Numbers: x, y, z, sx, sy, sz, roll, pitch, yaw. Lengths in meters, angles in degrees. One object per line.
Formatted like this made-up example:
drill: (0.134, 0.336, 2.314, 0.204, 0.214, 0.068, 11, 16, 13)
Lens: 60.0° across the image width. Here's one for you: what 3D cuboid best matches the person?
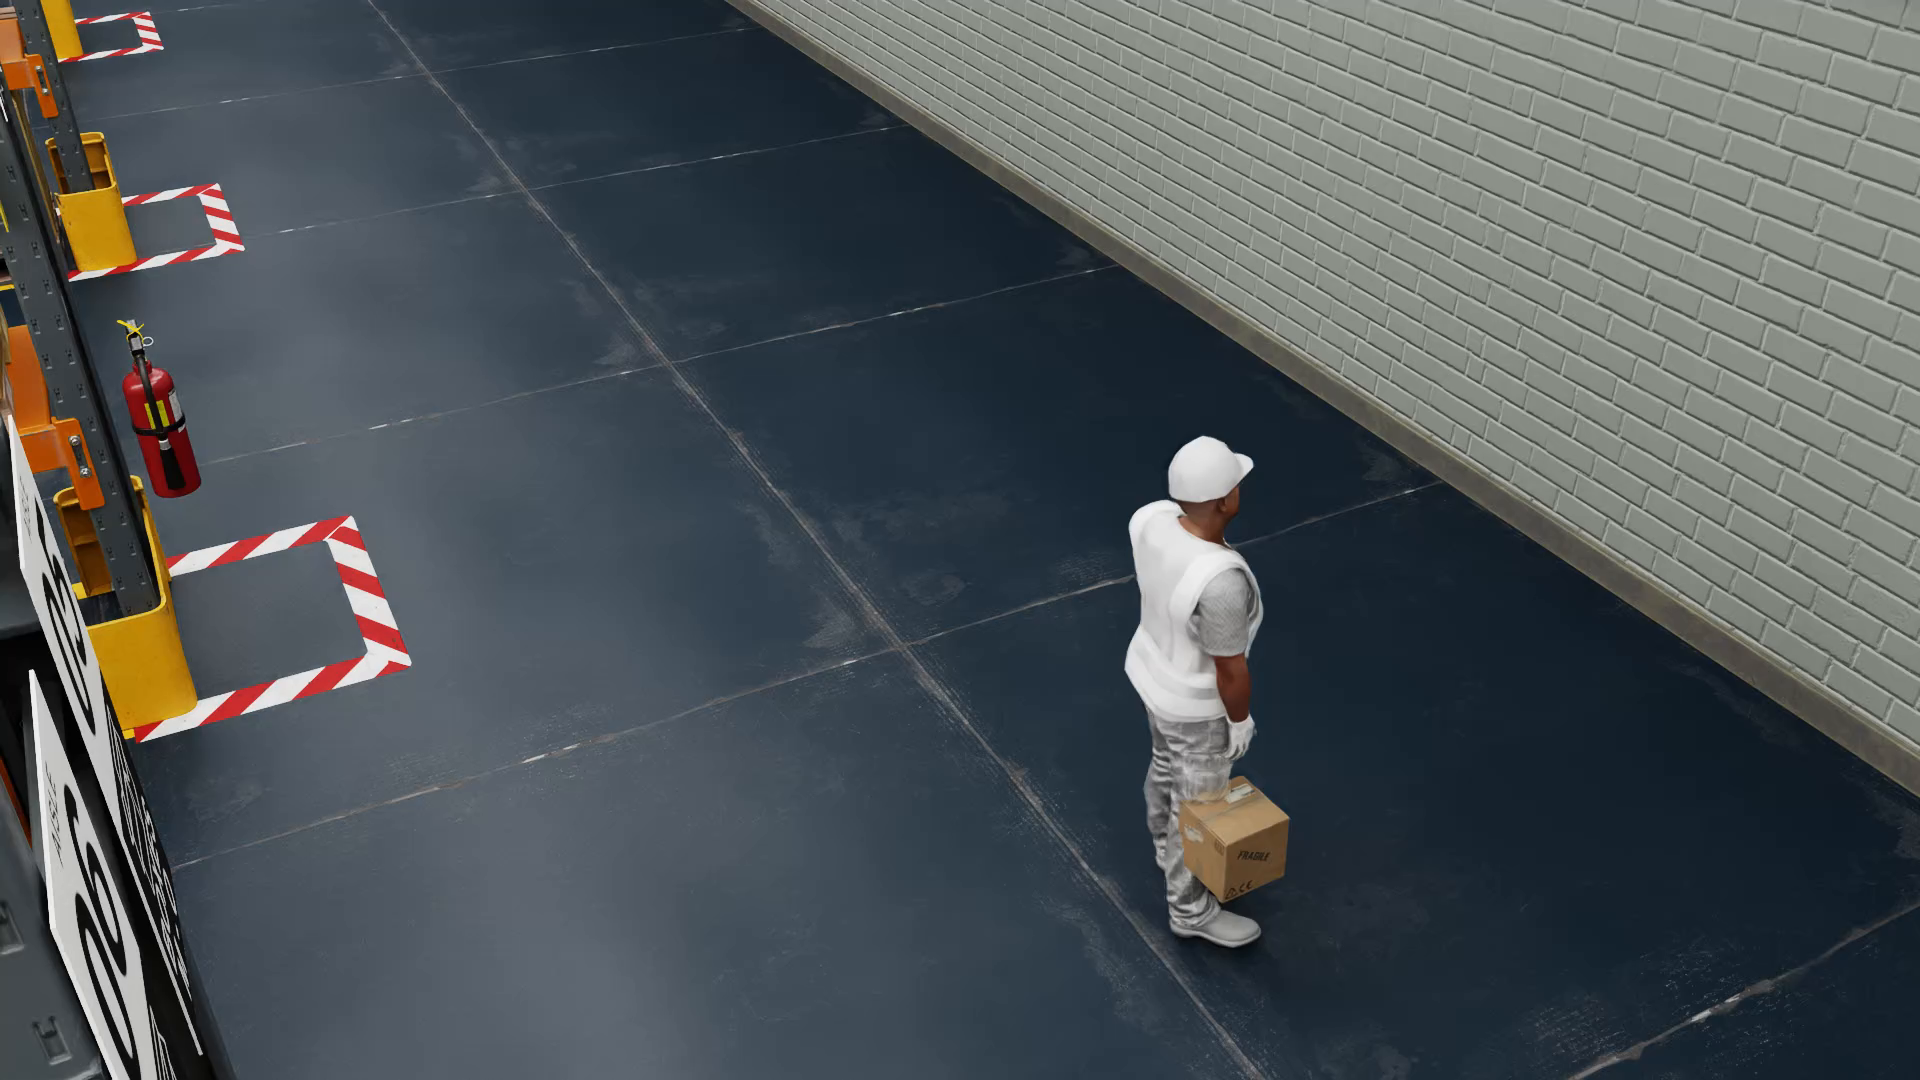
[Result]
person: (0.775, 0.172, 5.137, 0.436, 1.052, 0.550, -10, 34, -15)
